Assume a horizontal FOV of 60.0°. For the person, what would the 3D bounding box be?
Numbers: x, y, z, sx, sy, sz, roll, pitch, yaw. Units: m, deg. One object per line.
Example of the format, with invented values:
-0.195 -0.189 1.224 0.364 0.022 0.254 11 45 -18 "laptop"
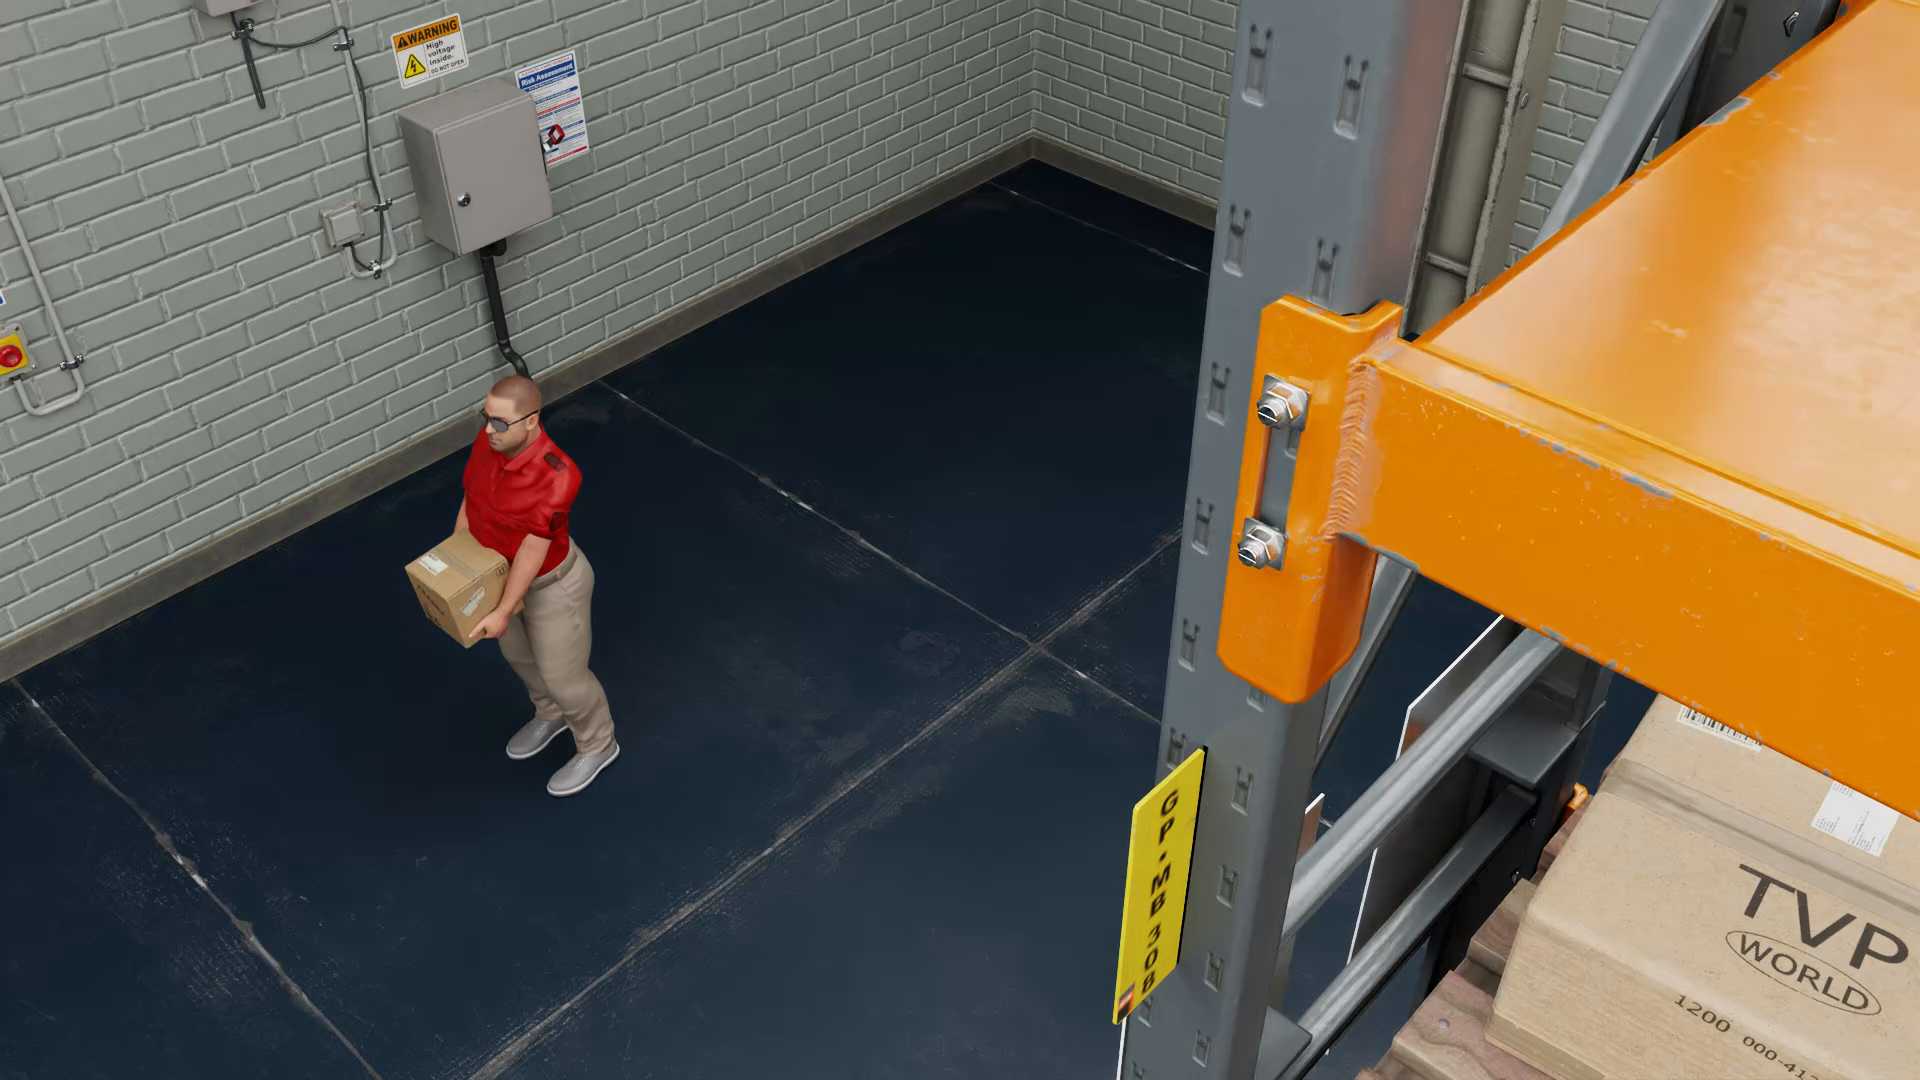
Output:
-1.575 0.205 5.924 0.490 1.722 0.540 30 48 32 "person"
